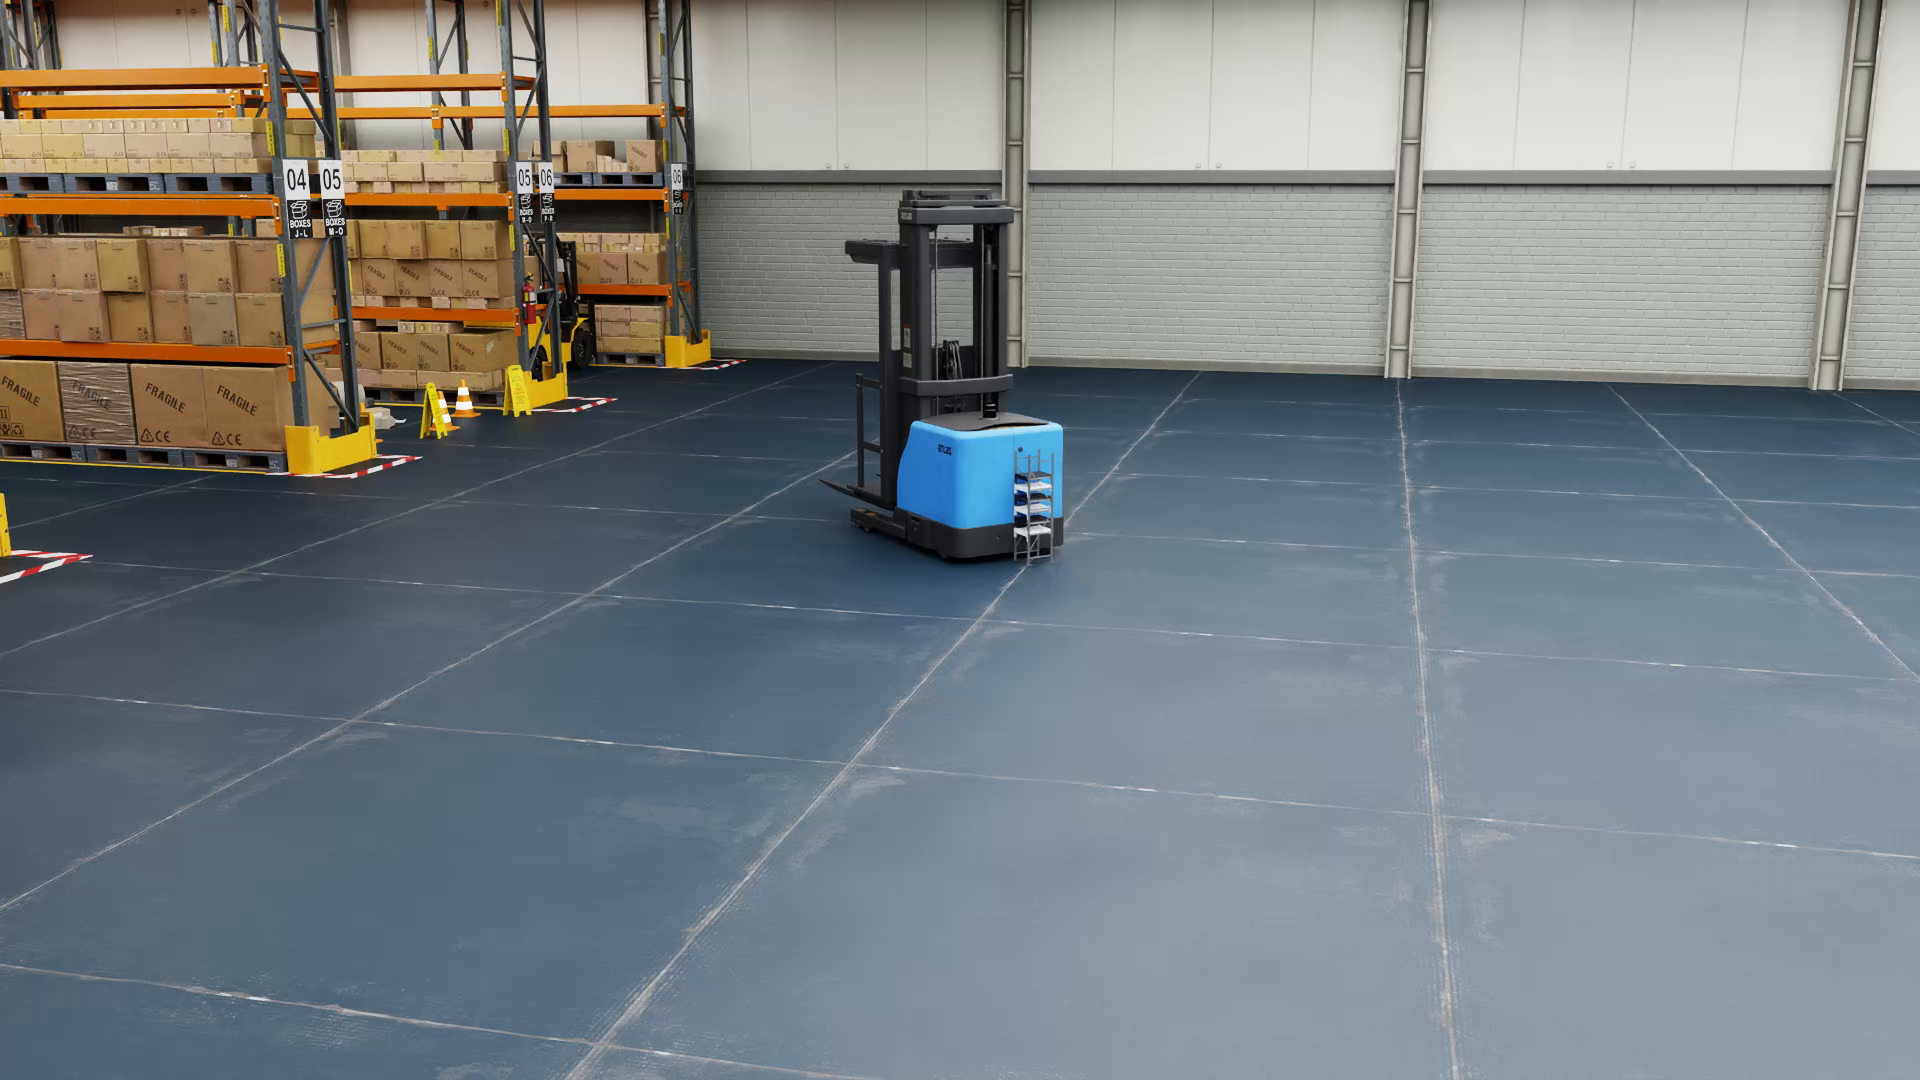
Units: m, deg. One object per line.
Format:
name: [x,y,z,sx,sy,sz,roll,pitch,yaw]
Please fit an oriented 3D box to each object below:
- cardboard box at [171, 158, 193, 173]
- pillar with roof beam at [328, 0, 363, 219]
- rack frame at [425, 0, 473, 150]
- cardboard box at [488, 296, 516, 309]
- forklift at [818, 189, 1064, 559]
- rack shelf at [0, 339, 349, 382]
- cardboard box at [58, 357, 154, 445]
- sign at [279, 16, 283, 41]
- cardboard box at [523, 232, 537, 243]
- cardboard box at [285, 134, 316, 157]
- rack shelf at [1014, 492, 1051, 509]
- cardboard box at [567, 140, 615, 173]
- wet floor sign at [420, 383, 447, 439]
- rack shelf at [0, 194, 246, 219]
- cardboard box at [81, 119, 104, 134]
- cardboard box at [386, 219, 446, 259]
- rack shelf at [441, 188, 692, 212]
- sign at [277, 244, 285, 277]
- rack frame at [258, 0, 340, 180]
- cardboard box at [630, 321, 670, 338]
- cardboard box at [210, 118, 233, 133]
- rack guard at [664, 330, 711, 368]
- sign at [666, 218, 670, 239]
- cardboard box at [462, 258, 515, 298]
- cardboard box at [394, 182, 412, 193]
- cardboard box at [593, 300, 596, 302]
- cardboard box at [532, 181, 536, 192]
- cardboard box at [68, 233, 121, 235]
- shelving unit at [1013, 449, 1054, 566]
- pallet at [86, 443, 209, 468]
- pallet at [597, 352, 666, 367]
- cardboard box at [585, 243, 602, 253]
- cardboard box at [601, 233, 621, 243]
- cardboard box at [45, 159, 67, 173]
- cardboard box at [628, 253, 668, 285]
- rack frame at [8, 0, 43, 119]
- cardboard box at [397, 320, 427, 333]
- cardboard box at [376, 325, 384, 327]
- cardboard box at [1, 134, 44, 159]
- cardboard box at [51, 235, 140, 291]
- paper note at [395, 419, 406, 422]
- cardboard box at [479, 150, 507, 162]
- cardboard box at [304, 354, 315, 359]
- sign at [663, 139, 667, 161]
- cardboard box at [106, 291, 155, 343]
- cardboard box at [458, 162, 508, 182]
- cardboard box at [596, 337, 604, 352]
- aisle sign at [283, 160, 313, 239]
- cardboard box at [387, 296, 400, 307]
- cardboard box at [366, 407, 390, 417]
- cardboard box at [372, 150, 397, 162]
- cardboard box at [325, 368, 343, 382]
cardboard box: [-7.896,-3.855,17.138,0.250,0.149,0.380,3,13,14]
pillar with roof beam: [-11.796,-6.925,24.668,0.400,9.000,9.100,3,13,14]
rack frame: [-8.363,-7.500,27.264,0.127,3.000,1.000,3,13,14]
cardboard box: [-6.079,-3.172,22.184,0.250,0.149,0.380,4,13,15]
forklift: [-0.312,-1.549,14.451,1.130,2.935,3.031,-7,14,-29]
rack shelf: [-8.694,-2.026,18.103,4.000,0.370,1.077,3,13,14]
cardboard box: [-9.166,-1.556,18.257,0.875,0.875,0.875,3,13,14]
sign: [-9.400,-7.064,22.959,0.005,0.325,0.100,3,13,14]
cardboard box: [-7.115,-4.955,27.225,0.250,0.149,0.380,3,13,13]
cardboard box: [-7.160,-4.143,17.516,0.500,0.250,0.500,3,13,13]
rack shelf: [0.592,-0.319,13.331,0.258,0.077,0.200,-7,14,-29]
cardboard box: [-5.938,-6.177,26.793,0.500,0.500,0.700,3,13,14]
wet floor sign: [-6.250,-1.539,19.682,0.232,0.644,0.267,1,13,4]
rack shelf: [-11.490,-4.745,23.429,4.000,0.370,1.077,3,13,14]
cardboard box: [-8.887,-4.297,17.289,0.250,0.149,0.380,3,13,13]
cardboard box: [-7.223,-4.015,22.181,0.500,0.500,0.700,3,13,13]
rack shelf: [-6.421,-5.581,27.199,4.000,0.370,1.077,3,13,14]
sign: [-6.896,-2.841,16.895,0.005,0.325,0.100,3,13,14]
rack frame: [-6.753,-5.203,16.907,0.127,3.000,1.000,3,13,14]
cardboard box: [-5.027,-3.430,26.994,0.500,0.250,0.500,3,13,13]
cardboard box: [-7.403,-4.218,16.934,0.250,0.149,0.380,3,13,14]
rack guard: [-4.456,-3.142,27.243,0.348,0.500,1.175,3,13,14]
sign: [-4.623,-4.931,26.316,0.005,0.325,0.100,3,13,14]
cardboard box: [-6.258,-3.484,22.095,0.500,0.500,0.500,3,13,13]
cardboard box: [-7.315,-4.694,22.119,0.250,0.149,0.380,3,13,12]
cardboard box: [-6.365,-3.861,27.781,0.500,0.250,0.500,3,13,12]
cardboard box: [-5.909,-4.747,22.360,0.250,0.149,0.380,3,13,14]
cardboard box: [-15.211,-5.142,29.282,0.500,0.500,0.700,3,13,14]
shelving unit: [0.592,-0.263,13.343,0.258,0.900,0.210,-7,14,-29]
pallet: [-8.729,-1.001,18.259,1.213,0.211,1.003,3,13,14]
pallet: [-5.232,-3.034,27.419,1.213,0.211,1.003,3,13,14]
cardboard box: [-5.884,-4.741,26.949,0.250,0.149,0.380,3,13,12]
cardboard box: [-5.609,-4.892,26.941,0.250,0.149,0.380,3,13,14]
cardboard box: [-9.376,-3.934,17.495,0.250,0.149,0.380,3,13,13]
cardboard box: [-5.020,-4.383,26.833,0.500,0.500,0.500,3,13,12]
rack frame: [-13.432,-6.664,23.494,0.127,3.000,1.000,3,13,14]
cardboard box: [-7.376,-2.885,22.461,0.250,0.149,0.380,4,13,16]
cardboard box: [-8.415,-2.756,23.378,0.500,0.500,0.500,3,13,15]
cardboard box: [-9.738,-4.161,17.599,0.500,0.250,0.500,3,13,13]
cardboard box: [-9.233,-2.994,17.966,0.550,0.550,0.875,3,13,14]
paper note: [-7.060,-1.501,20.928,0.142,0.019,0.148,-1,13,-6]
cardboard box: [-6.064,-5.006,21.688,0.250,0.149,0.380,3,13,14]
cardboard box: [-9.040,-2.669,22.985,0.500,0.500,0.500,4,13,16]
sign: [-4.623,-6.109,26.055,0.005,0.325,0.100,3,13,14]
cardboard box: [-8.701,-2.455,18.027,0.500,0.550,0.875,3,13,14]
cardboard box: [-6.226,-4.826,21.796,0.500,0.250,0.500,3,13,13]
cardboard box: [-5.975,-3.240,27.292,0.500,0.250,0.500,3,13,14]
aisle sign: [-6.756,-3.476,16.975,0.004,0.787,0.394,3,13,14]
cardboard box: [-7.559,-3.255,22.560,0.250,0.149,0.380,3,13,14]
cardboard box: [-7.421,-1.571,20.973,0.250,0.149,0.380,12,17,43]
cardboard box: [-7.561,-5.079,22.015,0.250,0.149,0.380,3,13,15]
cardboard box: [-8.519,-2.277,22.952,0.500,0.250,0.500,4,13,17]
